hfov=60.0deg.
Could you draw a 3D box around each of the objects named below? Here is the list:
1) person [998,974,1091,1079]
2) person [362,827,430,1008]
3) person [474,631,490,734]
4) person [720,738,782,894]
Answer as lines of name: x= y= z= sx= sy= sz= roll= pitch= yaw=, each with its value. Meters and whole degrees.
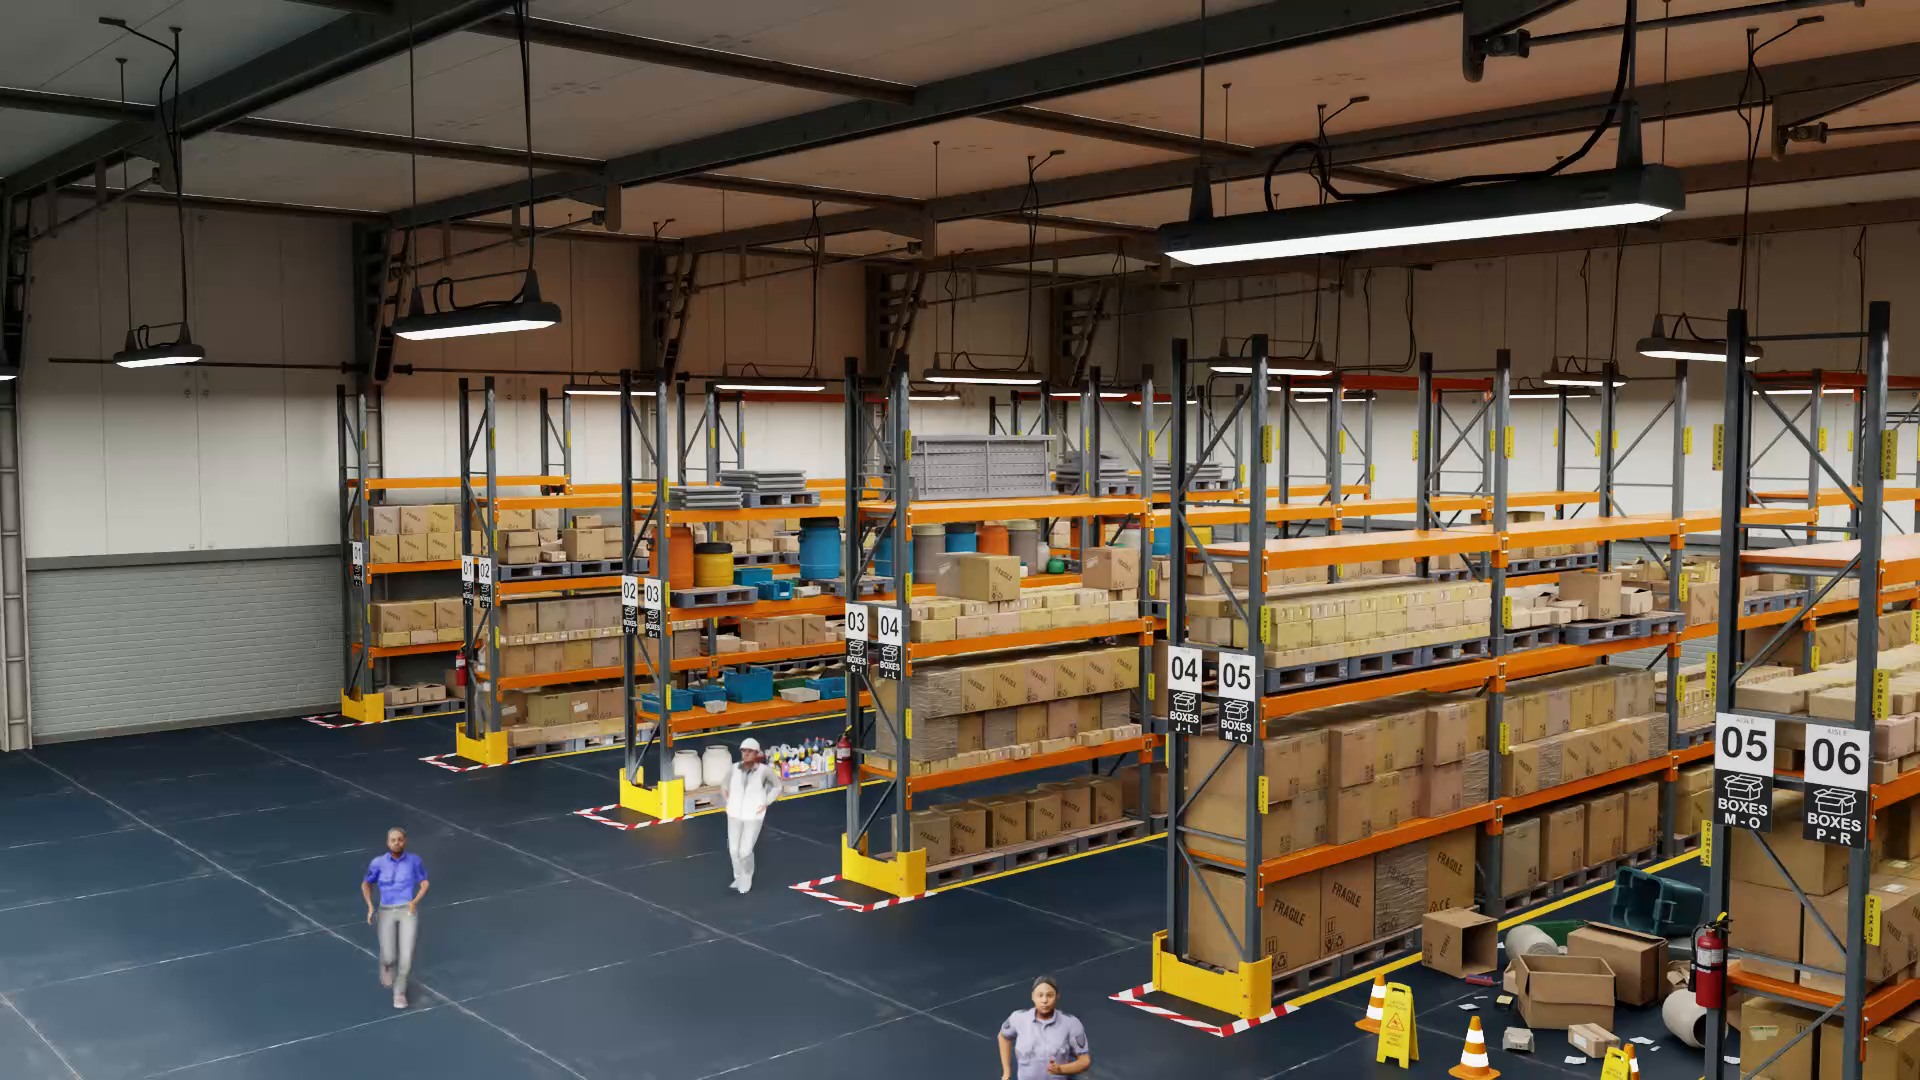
person: x=0.541 y=3.627 z=10.688 sx=0.591 sy=1.677 sz=0.842 roll=0 pitch=4 yaw=1
person: x=-5.060 y=3.428 z=14.952 sx=0.575 sy=1.523 sz=0.559 roll=-2 pitch=4 yaw=-22
person: x=-7.903 y=2.445 z=27.921 sx=0.673 sy=1.849 sz=0.857 roll=3 pitch=5 yaw=40
person: x=-2.367 y=3.086 z=18.511 sx=0.665 sy=1.764 sz=0.672 roll=1 pitch=4 yaw=14
